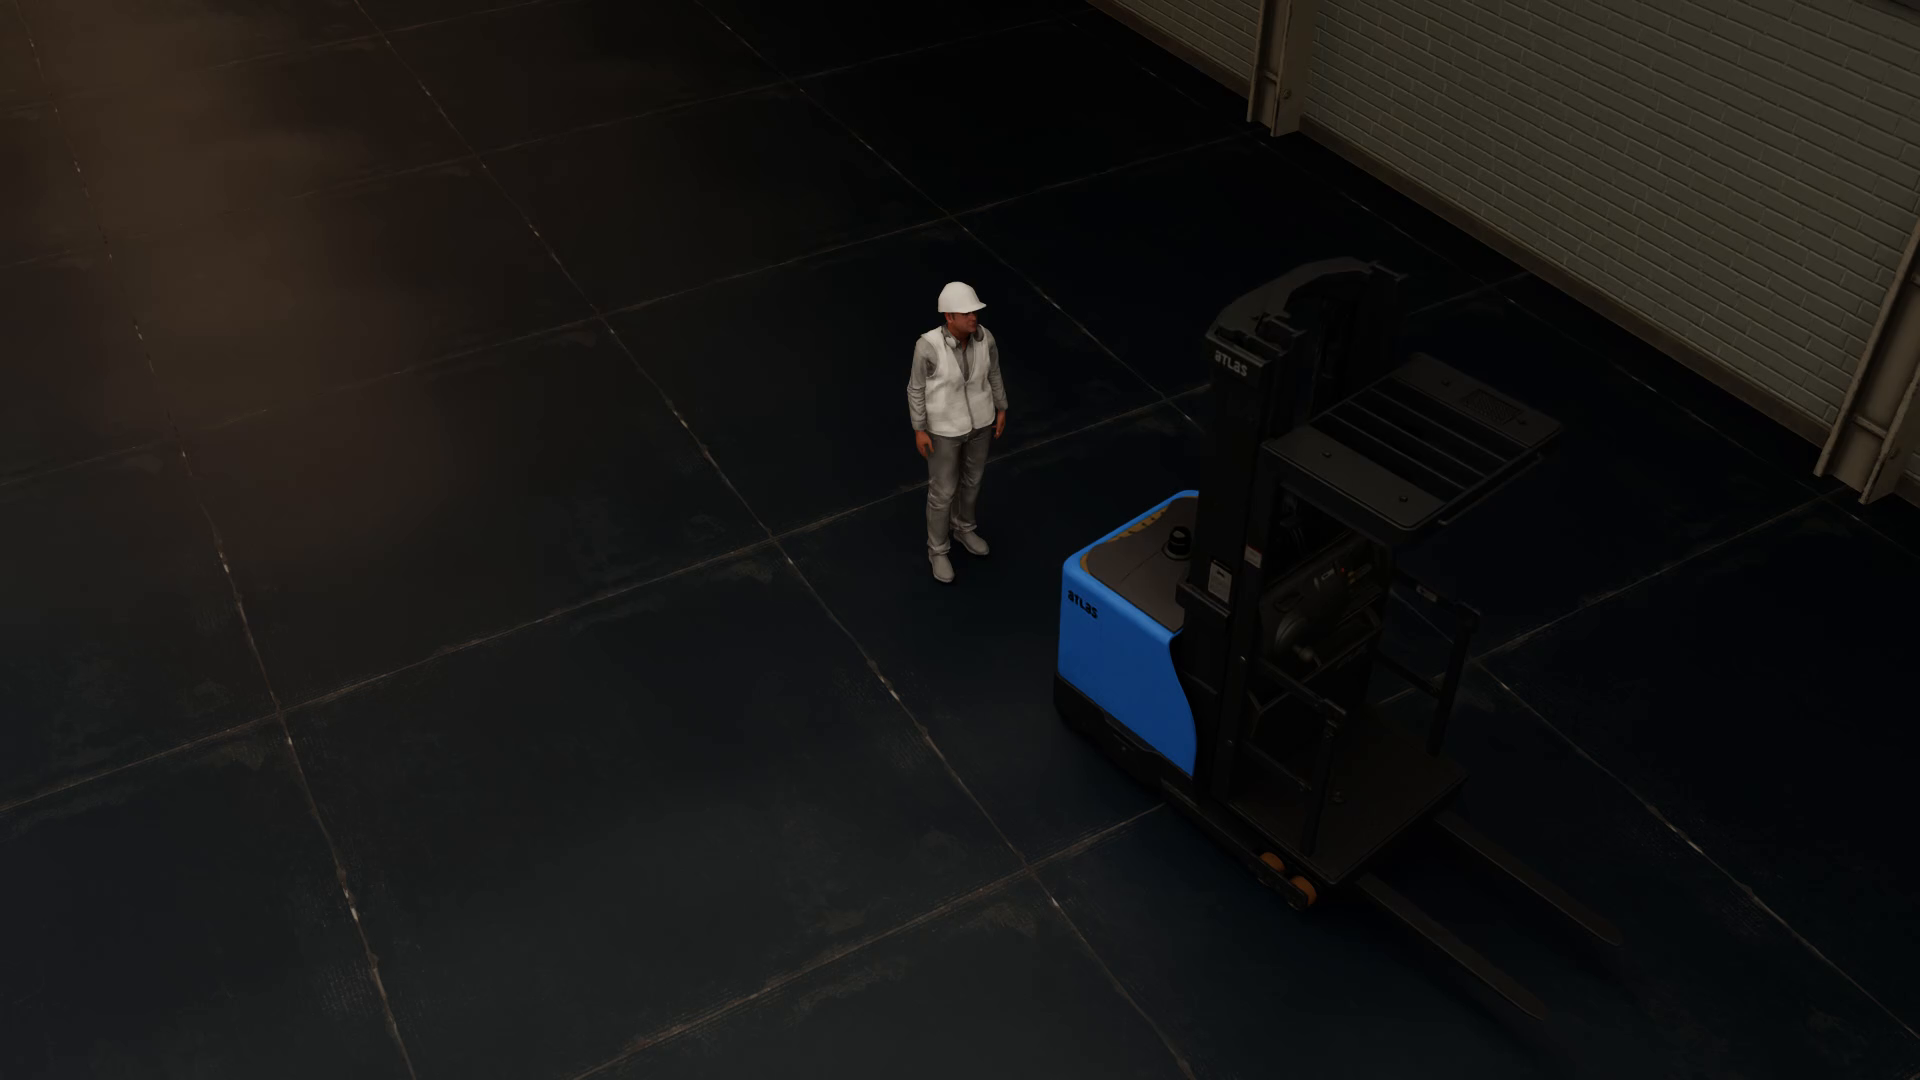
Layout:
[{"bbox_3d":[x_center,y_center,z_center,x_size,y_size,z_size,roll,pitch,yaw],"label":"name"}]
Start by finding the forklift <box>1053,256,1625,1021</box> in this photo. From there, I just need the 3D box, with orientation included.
[{"bbox_3d":[1.855,0.313,7.658,1.130,2.935,3.031,-29,48,-30],"label":"forklift"}]

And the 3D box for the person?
[{"bbox_3d":[0.025,-0.651,9.716,0.633,1.775,0.566,-20,44,-23],"label":"person"}]
